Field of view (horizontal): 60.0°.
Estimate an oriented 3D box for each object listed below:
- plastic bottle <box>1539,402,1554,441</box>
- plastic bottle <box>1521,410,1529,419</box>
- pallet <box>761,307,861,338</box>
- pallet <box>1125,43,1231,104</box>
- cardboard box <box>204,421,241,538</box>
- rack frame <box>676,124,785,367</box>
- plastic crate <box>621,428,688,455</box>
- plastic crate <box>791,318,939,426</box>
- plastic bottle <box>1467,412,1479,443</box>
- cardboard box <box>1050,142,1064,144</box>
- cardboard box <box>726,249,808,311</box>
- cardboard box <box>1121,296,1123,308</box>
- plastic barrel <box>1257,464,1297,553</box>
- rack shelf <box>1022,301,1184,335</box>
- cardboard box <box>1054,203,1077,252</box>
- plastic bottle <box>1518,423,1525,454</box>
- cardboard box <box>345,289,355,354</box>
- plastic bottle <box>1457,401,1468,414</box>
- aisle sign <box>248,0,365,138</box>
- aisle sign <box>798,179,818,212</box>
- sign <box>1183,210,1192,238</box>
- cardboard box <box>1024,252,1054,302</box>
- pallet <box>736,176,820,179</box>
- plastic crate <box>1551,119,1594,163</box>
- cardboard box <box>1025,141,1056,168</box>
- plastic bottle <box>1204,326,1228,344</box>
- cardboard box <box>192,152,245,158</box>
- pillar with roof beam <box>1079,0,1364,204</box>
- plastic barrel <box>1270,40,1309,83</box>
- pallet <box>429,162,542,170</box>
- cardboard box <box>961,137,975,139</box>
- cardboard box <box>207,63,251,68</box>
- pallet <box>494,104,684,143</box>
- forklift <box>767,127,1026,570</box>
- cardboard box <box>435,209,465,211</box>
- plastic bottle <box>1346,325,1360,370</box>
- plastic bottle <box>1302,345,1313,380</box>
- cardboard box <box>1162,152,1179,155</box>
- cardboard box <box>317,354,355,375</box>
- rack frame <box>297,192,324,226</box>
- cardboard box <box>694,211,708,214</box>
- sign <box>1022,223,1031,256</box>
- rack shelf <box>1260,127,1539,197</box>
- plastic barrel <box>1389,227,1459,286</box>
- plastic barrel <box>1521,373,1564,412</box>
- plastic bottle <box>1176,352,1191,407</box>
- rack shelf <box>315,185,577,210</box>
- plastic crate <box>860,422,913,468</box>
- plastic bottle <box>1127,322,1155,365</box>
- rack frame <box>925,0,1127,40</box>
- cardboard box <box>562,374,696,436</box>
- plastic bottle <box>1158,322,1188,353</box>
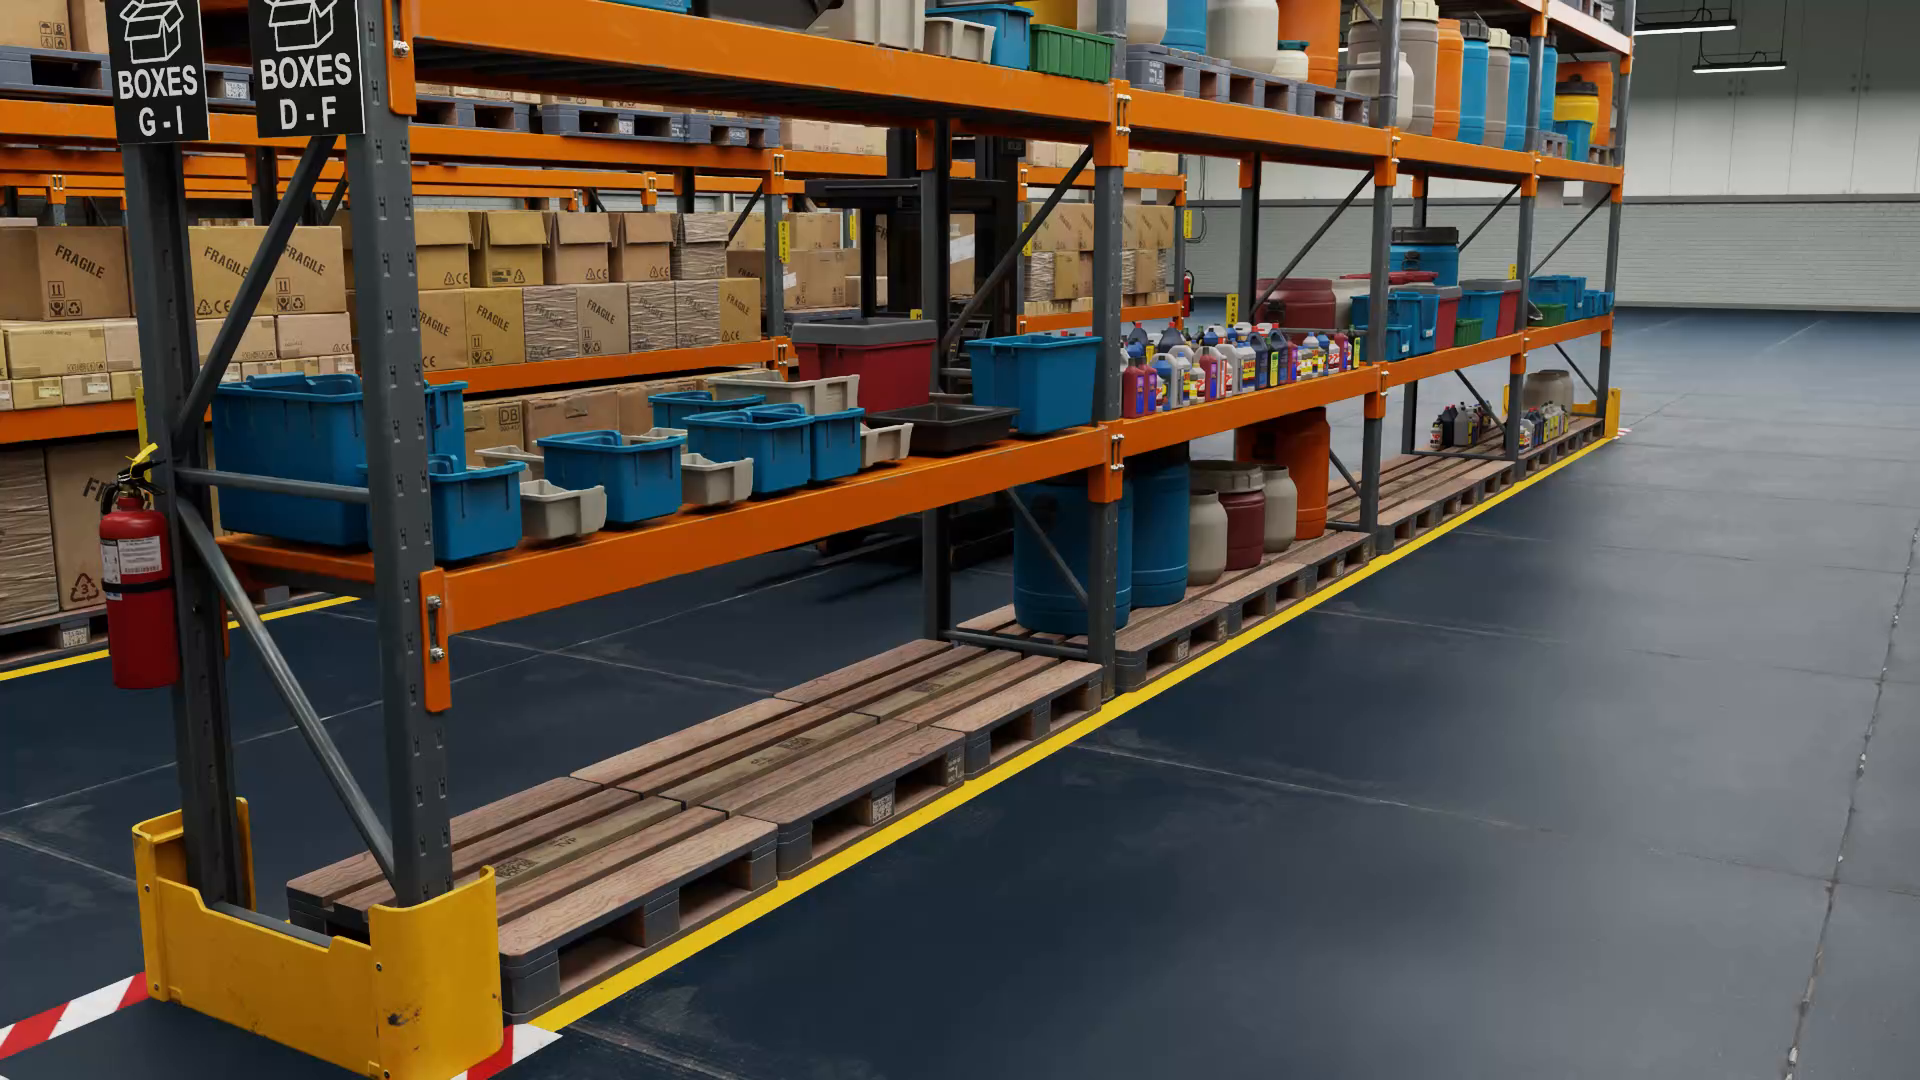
[{"bbox_3d":[5.520,-1.120,15.705,0.144,0.351,0.185,6,12,30],"label":"plastic bottle"},{"bbox_3d":[5.380,-1.094,15.766,0.152,0.276,0.135,6,12,31],"label":"plastic bottle"},{"bbox_3d":[-1.604,-1.894,14.357,1.213,0.211,1.003,6,12,31],"label":"pallet"},{"bbox_3d":[0.597,-2.278,8.249,1.213,0.211,1.003,6,12,31],"label":"pallet"},{"bbox_3d":[-4.370,-0.303,9.970,0.875,0.875,0.875,6,12,31],"label":"cardboard box"},{"bbox_3d":[-1.883,-1.866,13.687,1.000,3.000,0.127,6,12,31],"label":"rack frame"},{"bbox_3d":[-1.110,-0.319,5.975,0.298,0.136,0.250,6,12,31],"label":"plastic crate"},{"bbox_3d":[-0.404,-0.709,7.165,0.402,0.464,0.583,6,12,31],"label":"plastic crate"},{"bbox_3d":[4.755,-1.049,15.524,0.152,0.276,0.135,6,12,31],"label":"plastic bottle"},{"bbox_3d":[0.866,-4.203,17.340,0.380,0.149,0.250,6,12,31],"label":"cardboard box"},{"bbox_3d":[-1.636,-2.211,14.113,0.500,0.500,0.500,5,12,24],"label":"cardboard box"},{"bbox_3d":[1.610,-2.691,18.772,0.380,0.149,0.250,6,12,31],"label":"cardboard box"},{"bbox_3d":[1.894,-0.201,10.410,0.421,0.512,0.421,0,11,0],"label":"plastic barrel"},{"bbox_3d":[1.232,-2.456,18.793,1.077,0.370,4.000,6,12,31],"label":"rack shelf"},{"bbox_3d":[0.903,-3.308,17.587,0.500,0.500,0.500,6,12,31],"label":"cardboard box"},{"bbox_3d":[4.967,-0.906,14.774,0.097,0.271,0.097,0,11,0],"label":"plastic bottle"},{"bbox_3d":[-3.950,-1.386,10.849,0.500,0.500,0.500,6,12,31],"label":"cardboard box"},{"bbox_3d":[4.783,-1.146,15.843,0.144,0.351,0.185,6,12,30],"label":"plastic bottle"},{"bbox_3d":[-1.586,-1.373,3.987,0.394,0.787,0.004,6,12,31],"label":"aisle sign"},{"bbox_3d":[-2.135,-4.932,22.997,0.394,0.787,0.004,6,12,31],"label":"aisle sign"},{"bbox_3d":[2.735,-3.793,19.971,0.100,0.325,0.005,6,12,31],"label":"sign"},{"bbox_3d":[0.481,-2.756,17.357,0.875,0.500,0.500,6,12,31],"label":"cardboard box"},{"bbox_3d":[-2.292,-4.927,22.127,1.003,0.211,1.213,6,12,31],"label":"pallet"},{"bbox_3d":[5.771,-3.789,15.849,0.392,0.384,0.575,6,12,31],"label":"plastic crate"},{"bbox_3d":[0.647,-3.942,17.032,0.500,0.250,0.500,6,12,28],"label":"cardboard box"},{"bbox_3d":[1.609,-1.222,10.583,0.152,0.276,0.135,6,12,31],"label":"plastic bottle"},{"bbox_3d":[-6.660,-3.607,14.563,0.500,0.500,0.500,6,12,31],"label":"cardboard box"},{"bbox_3d":[7.680,-11.777,50.322,9.100,9.000,0.548,6,12,31],"label":"pillar with roof beam"},{"bbox_3d":[1.919,-2.823,9.882,0.301,0.262,0.301,0,11,0],"label":"plastic barrel"},{"bbox_3d":[-5.202,-4.020,17.553,1.003,0.211,1.213,7,13,33],"label":"pallet"},{"bbox_3d":[-0.135,-4.163,16.378,0.797,0.503,0.637,6,12,28],"label":"cardboard box"},{"bbox_3d":[-4.314,-2.888,9.305,0.700,0.500,0.500,6,12,27],"label":"cardboard box"},{"bbox_3d":[-2.750,-2.965,11.919,1.003,0.211,1.213,7,13,33],"label":"pallet"},{"bbox_3d":[-0.325,-1.341,11.069,1.130,2.935,3.031,6,12,30],"label":"forklift"},{"bbox_3d":[-7.294,-4.332,23.060,0.700,0.500,0.500,6,12,29],"label":"cardboard box"},{"bbox_3d":[2.505,-1.231,10.612,0.061,0.283,0.133,6,12,31],"label":"plastic bottle"},{"bbox_3d":[2.057,-1.062,9.929,0.097,0.201,0.097,0,11,0],"label":"plastic bottle"},{"bbox_3d":[2.393,-4.648,19.716,0.380,0.149,0.250,6,12,31],"label":"cardboard box"},{"bbox_3d":[-3.838,-1.035,9.926,0.380,0.149,0.250,6,12,31],"label":"cardboard box"},{"bbox_3d":[-6.069,-2.356,16.303,1.000,3.000,0.127,6,12,31],"label":"rack frame"},{"bbox_3d":[-3.585,-3.742,20.364,0.875,0.550,0.550,6,12,31],"label":"cardboard box"},{"bbox_3d":[0.670,-3.012,16.660,0.100,0.325,0.005,6,12,31],"label":"sign"},{"bbox_3d":[3.389,-2.829,12.629,1.077,0.370,4.000,6,12,31],"label":"rack shelf"},{"bbox_3d":[3.968,-2.237,14.303,0.600,0.901,0.708,6,12,31],"label":"plastic barrel"},{"bbox_3d":[5.967,-1.445,17.057,0.421,0.512,0.421,0,11,0],"label":"plastic barrel"},{"bbox_3d":[1.113,-0.810,8.396,0.097,0.271,0.097,0,11,0],"label":"plastic bottle"},{"bbox_3d":[-7.237,-4.878,23.574,1.077,0.370,4.000,6,12,31],"label":"rack shelf"},{"bbox_3d":[-0.373,-0.361,6.201,0.293,0.136,0.466,6,12,31],"label":"plastic crate"},{"bbox_3d":[1.043,-1.089,9.668,0.144,0.351,0.185,6,12,31],"label":"plastic bottle"},{"bbox_3d":[0.274,-3.713,7.247,1.000,3.000,0.127,6,12,31],"label":"rack frame"},{"bbox_3d":[-2.728,-0.782,12.529,1.225,0.875,0.875,6,12,31],"label":"cardboard box"},{"bbox_3d":[1.243,-1.096,9.703,0.144,0.351,0.185,6,12,31],"label":"plastic bottle"}]
